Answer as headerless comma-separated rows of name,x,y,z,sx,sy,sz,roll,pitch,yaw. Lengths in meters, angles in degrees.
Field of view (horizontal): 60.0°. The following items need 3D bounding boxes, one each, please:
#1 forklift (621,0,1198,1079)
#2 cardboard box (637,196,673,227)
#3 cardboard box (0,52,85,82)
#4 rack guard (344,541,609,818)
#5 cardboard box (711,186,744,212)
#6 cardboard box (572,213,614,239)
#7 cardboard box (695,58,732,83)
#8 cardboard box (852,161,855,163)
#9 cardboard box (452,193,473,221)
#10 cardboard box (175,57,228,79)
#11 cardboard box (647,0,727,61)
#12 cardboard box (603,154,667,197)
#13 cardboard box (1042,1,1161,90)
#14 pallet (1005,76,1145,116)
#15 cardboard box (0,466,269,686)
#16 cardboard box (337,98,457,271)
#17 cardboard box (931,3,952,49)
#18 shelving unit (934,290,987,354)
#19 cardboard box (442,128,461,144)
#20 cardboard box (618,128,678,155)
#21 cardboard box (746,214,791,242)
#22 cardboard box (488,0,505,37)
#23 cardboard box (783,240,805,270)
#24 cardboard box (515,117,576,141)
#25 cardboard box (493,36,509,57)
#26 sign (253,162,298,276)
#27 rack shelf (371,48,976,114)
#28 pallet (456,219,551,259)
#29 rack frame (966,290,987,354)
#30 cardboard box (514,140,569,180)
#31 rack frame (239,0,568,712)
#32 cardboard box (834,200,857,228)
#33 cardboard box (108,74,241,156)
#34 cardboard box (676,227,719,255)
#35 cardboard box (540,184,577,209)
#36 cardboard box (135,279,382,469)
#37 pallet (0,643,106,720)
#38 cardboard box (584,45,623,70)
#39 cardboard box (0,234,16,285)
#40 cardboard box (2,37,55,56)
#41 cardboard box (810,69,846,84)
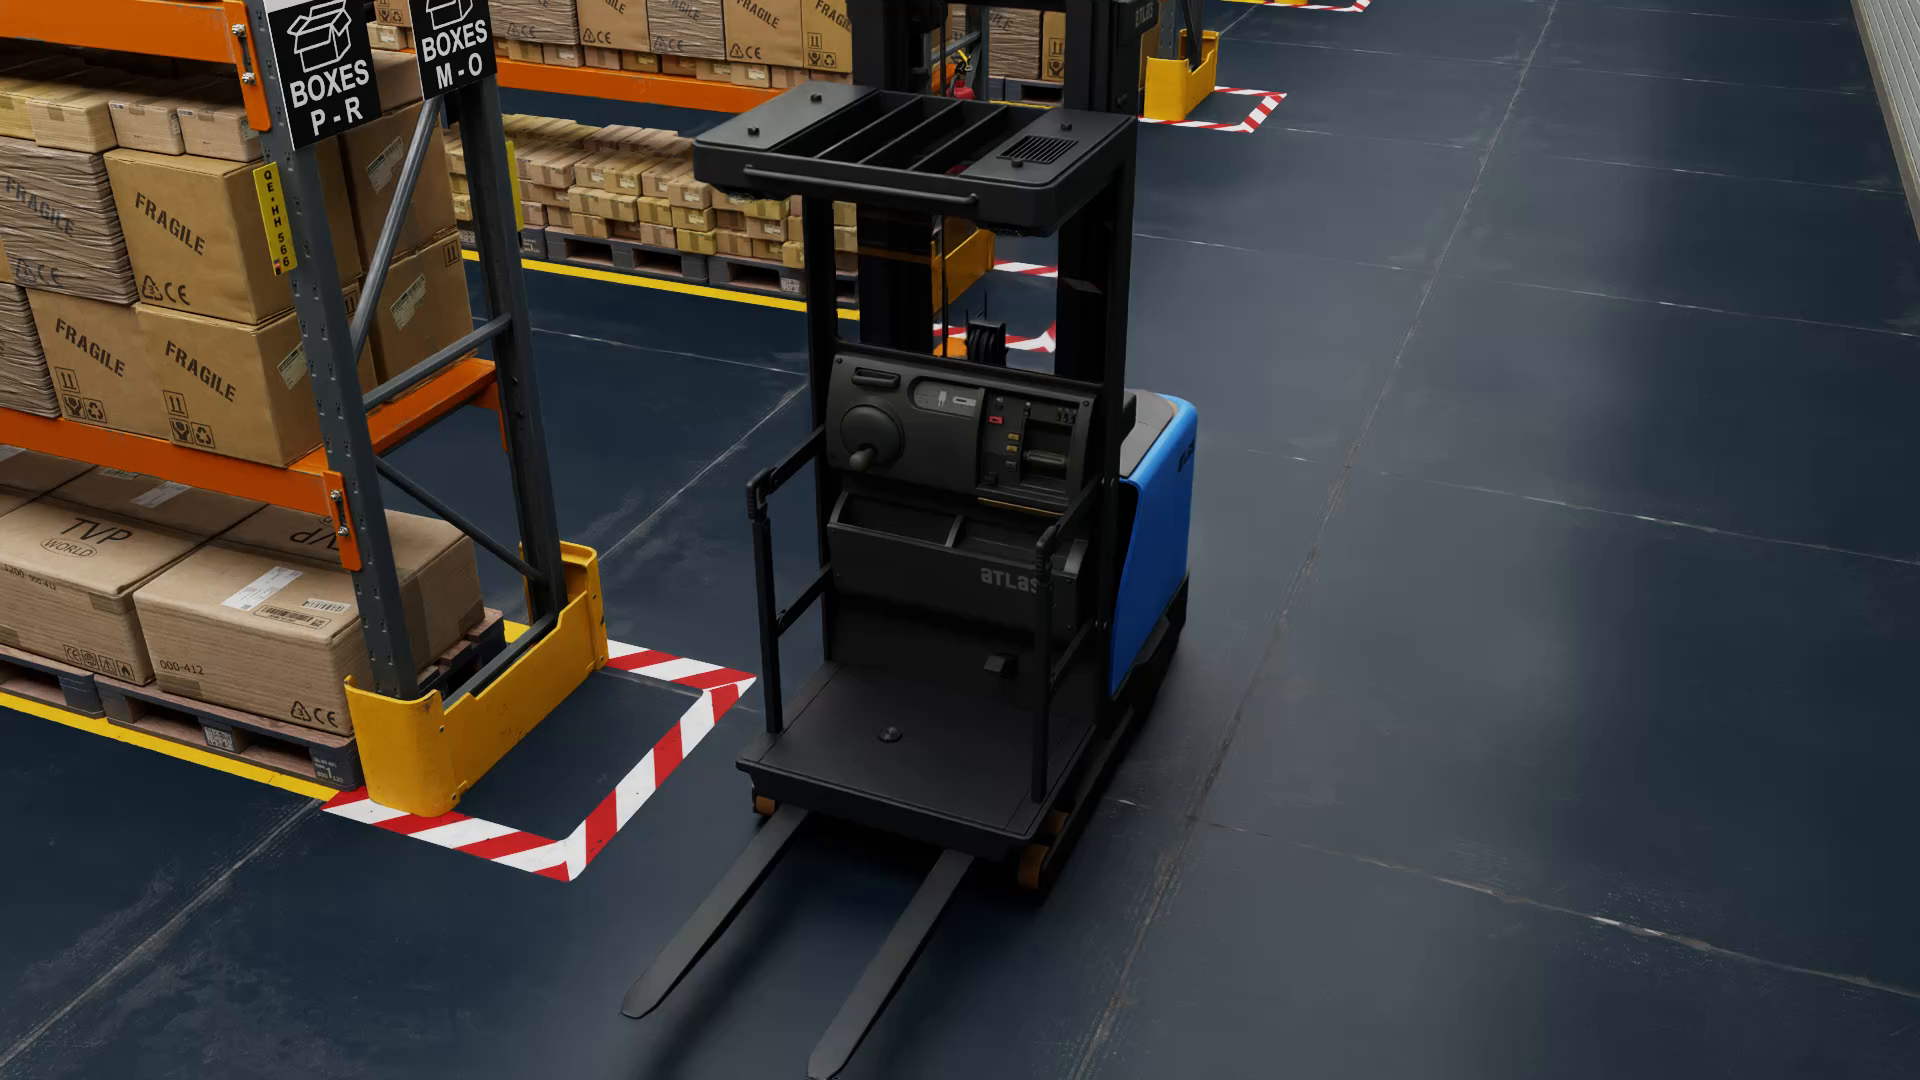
forklift,-0.092,-0.322,5.341,1.130,2.935,3.031,12,32,20
cardboard box,-1.858,-2.155,10.682,0.250,0.149,0.380,13,32,22
cardboard box,-3.188,-1.527,5.626,0.250,0.149,0.380,11,31,19
rack guard,-1.809,0.494,6.369,0.348,0.500,1.175,11,31,19
cardboard box,-1.365,-2.197,10.455,0.250,0.149,0.380,10,31,17
cardboard box,-2.337,-2.121,10.925,0.250,0.149,0.380,10,31,18
cardboard box,-1.405,-2.898,10.084,0.250,0.149,0.380,10,31,17
cardboard box,-0.723,-2.323,10.678,0.250,0.149,0.380,12,32,20
cardboard box,-3.308,-2.293,11.229,0.250,0.149,0.380,12,32,21
cardboard box,-2.524,-1.668,5.877,0.250,0.149,0.380,12,32,21
cardboard box,-1.526,-3.201,9.960,0.500,0.500,0.500,11,31,19
cardboard box,-2.091,-2.356,10.737,0.250,0.149,0.380,11,31,19
cardboard box,1.271,-4.457,14.320,0.875,0.875,0.875,11,31,19
pallet,1.124,-4.016,14.640,1.213,0.211,1.003,11,31,19
cardboard box,-3.332,0.092,6.717,0.875,0.438,0.875,12,32,20
cardboard box,-2.169,-1.296,5.878,0.500,0.500,0.500,11,31,18
cardboard box,-0.376,-3.257,10.060,0.500,0.500,0.500,13,32,21
shelving unit,-0.013,-0.525,7.459,0.189,1.200,0.258,11,31,19
cardboard box,-3.529,-2.657,11.269,0.250,0.149,0.380,13,32,21
cardboard box,-2.107,-2.660,11.274,0.250,0.149,0.380,10,31,17
cardboard box,-1.143,-2.009,10.424,0.250,0.149,0.380,10,31,17
cardboard box,-2.945,-3.493,10.477,0.500,0.500,0.500,11,31,19
cardboard box,-0.907,-1.820,10.392,0.250,0.149,0.380,12,32,21
cardboard box,-2.858,-2.796,11.515,0.250,0.149,0.380,11,31,19
cardboard box,-2.848,-3.211,10.639,0.250,0.149,0.380,10,31,17
sign,-2.049,-0.961,4.985,0.005,0.325,0.100,11,31,19
rack shelf,-1.917,-2.932,10.619,4.000,0.370,1.077,11,31,19
pallet,-3.135,-2.293,11.592,1.213,0.211,1.003,11,31,19
rack frame,0.071,-0.508,7.430,0.006,1.200,0.240,11,31,19
cardboard box,-2.793,-2.517,11.021,0.250,0.149,0.380,10,31,18
rack frame,-1.832,-0.599,5.761,0.127,3.000,1.000,11,31,19
cardboard box,-0.650,-2.058,10.208,0.250,0.149,0.380,12,32,20
cardboard box,-2.484,-1.371,5.351,0.250,0.149,0.380,12,32,20
cardboard box,-1.613,-1.967,10.651,0.250,0.149,0.380,10,31,17
cardboard box,-2.553,-2.326,10.984,0.250,0.149,0.380,13,32,21
cardboard box,-2.378,-0.611,5.681,0.500,0.500,0.500,11,31,19
pallet,-3.729,0.276,7.047,1.213,0.211,1.003,11,31,19
cardboard box,-2.127,-3.054,10.360,0.250,0.149,0.380,13,32,21
cardboard box,-3.320,-1.235,5.768,0.500,0.500,0.500,11,31,19
cardboard box,-3.253,-1.799,6.107,0.250,0.149,0.380,12,31,20
cardboard box,-0.689,-2.760,9.840,0.250,0.149,0.380,11,31,19
